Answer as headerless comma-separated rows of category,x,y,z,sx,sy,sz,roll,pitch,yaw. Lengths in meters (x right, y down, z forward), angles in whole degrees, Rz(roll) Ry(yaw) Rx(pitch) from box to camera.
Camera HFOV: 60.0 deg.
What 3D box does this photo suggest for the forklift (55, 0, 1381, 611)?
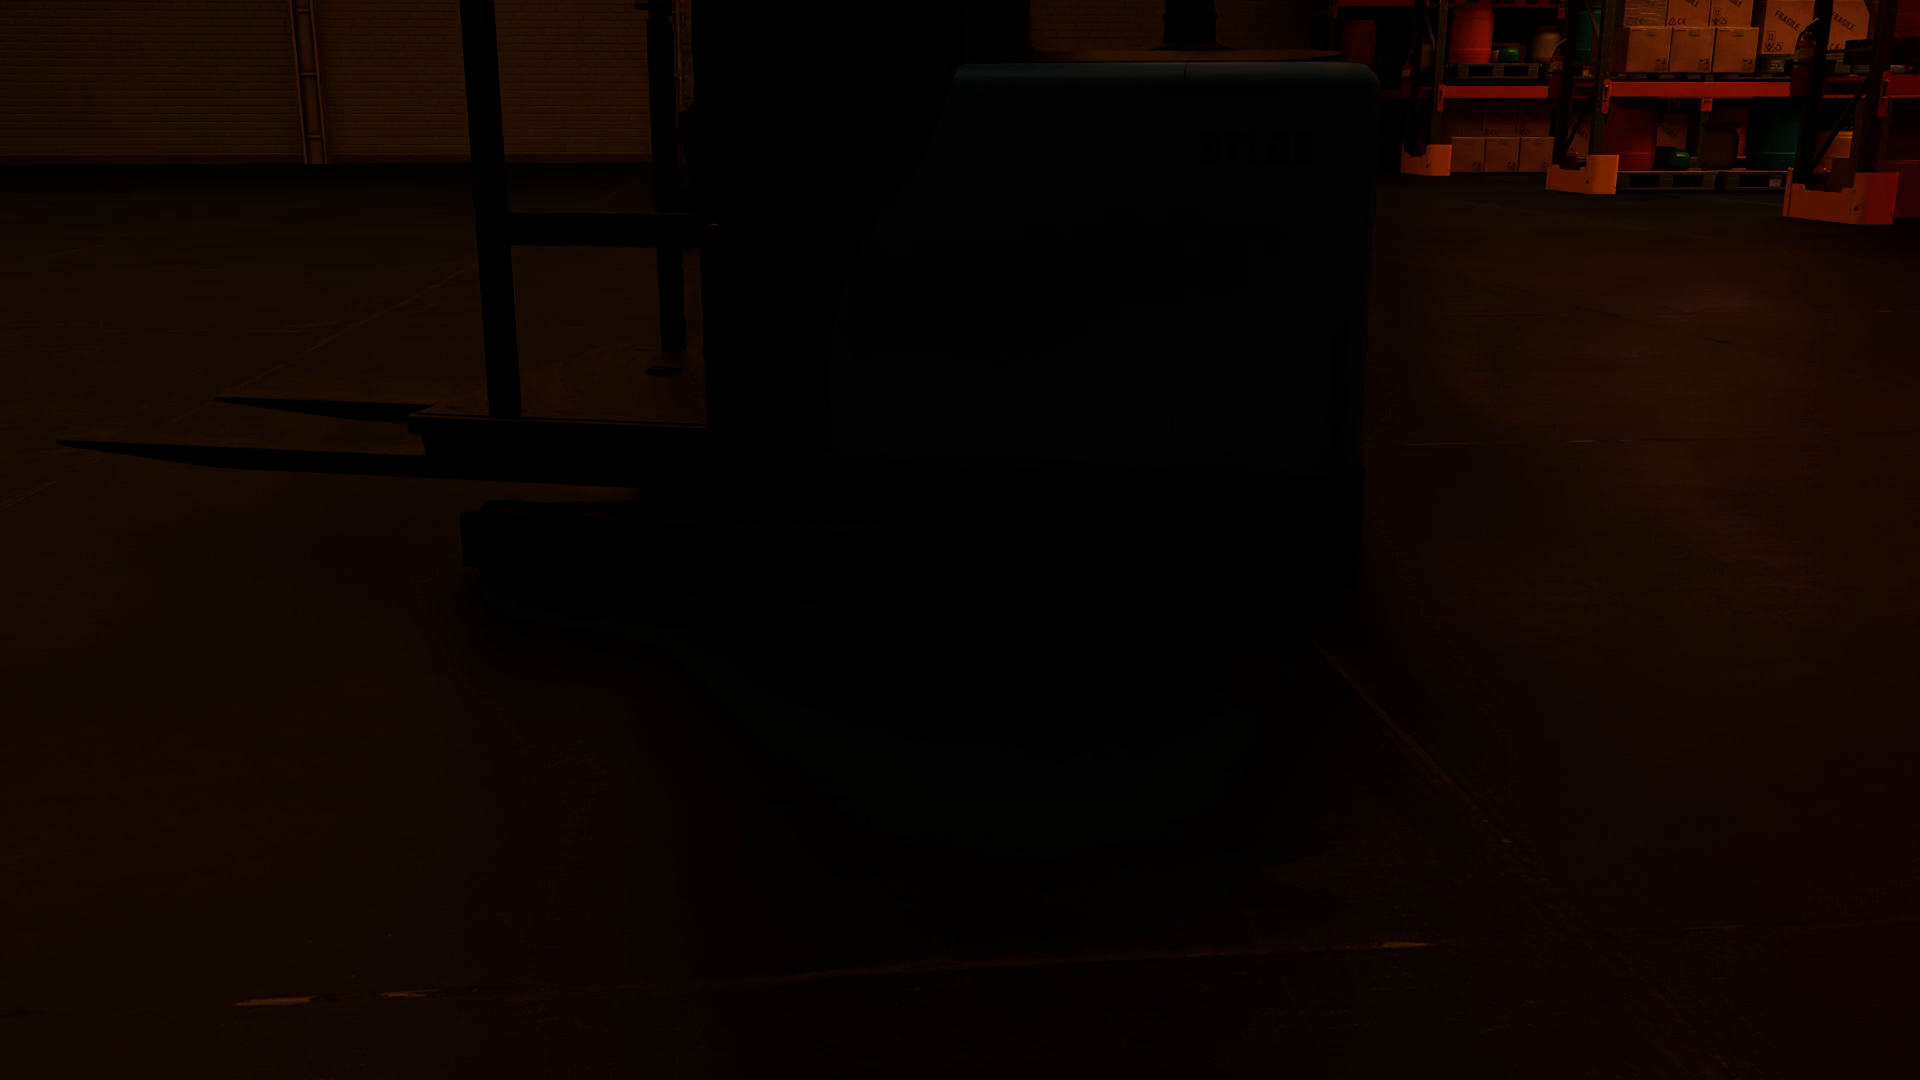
forklift,-0.607,-1.445,3.668,3.031,2.935,1.130,3,15,11
